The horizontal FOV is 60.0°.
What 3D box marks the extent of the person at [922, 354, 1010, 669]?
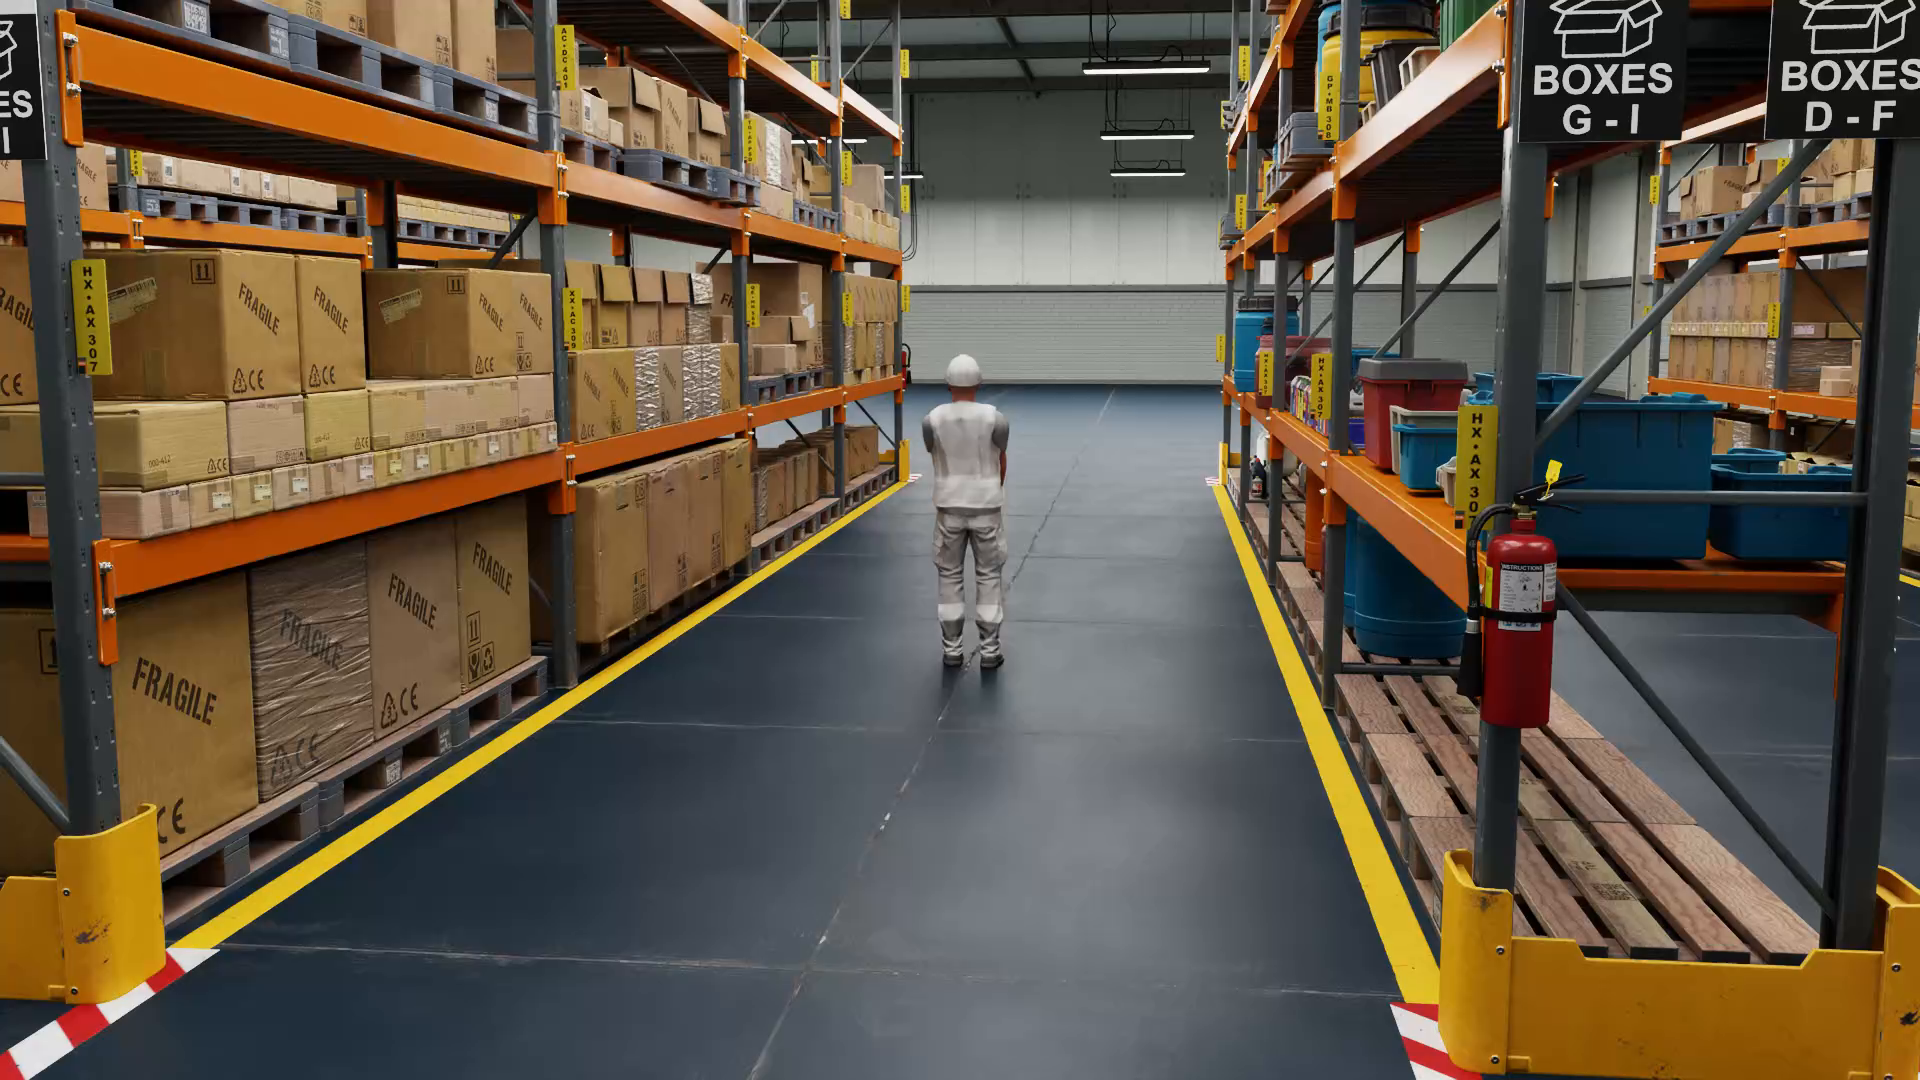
[{"bbox_3d":[0.046,-0.174,9.545,0.494,1.782,0.564,1,8,6],"label":"person"}]
